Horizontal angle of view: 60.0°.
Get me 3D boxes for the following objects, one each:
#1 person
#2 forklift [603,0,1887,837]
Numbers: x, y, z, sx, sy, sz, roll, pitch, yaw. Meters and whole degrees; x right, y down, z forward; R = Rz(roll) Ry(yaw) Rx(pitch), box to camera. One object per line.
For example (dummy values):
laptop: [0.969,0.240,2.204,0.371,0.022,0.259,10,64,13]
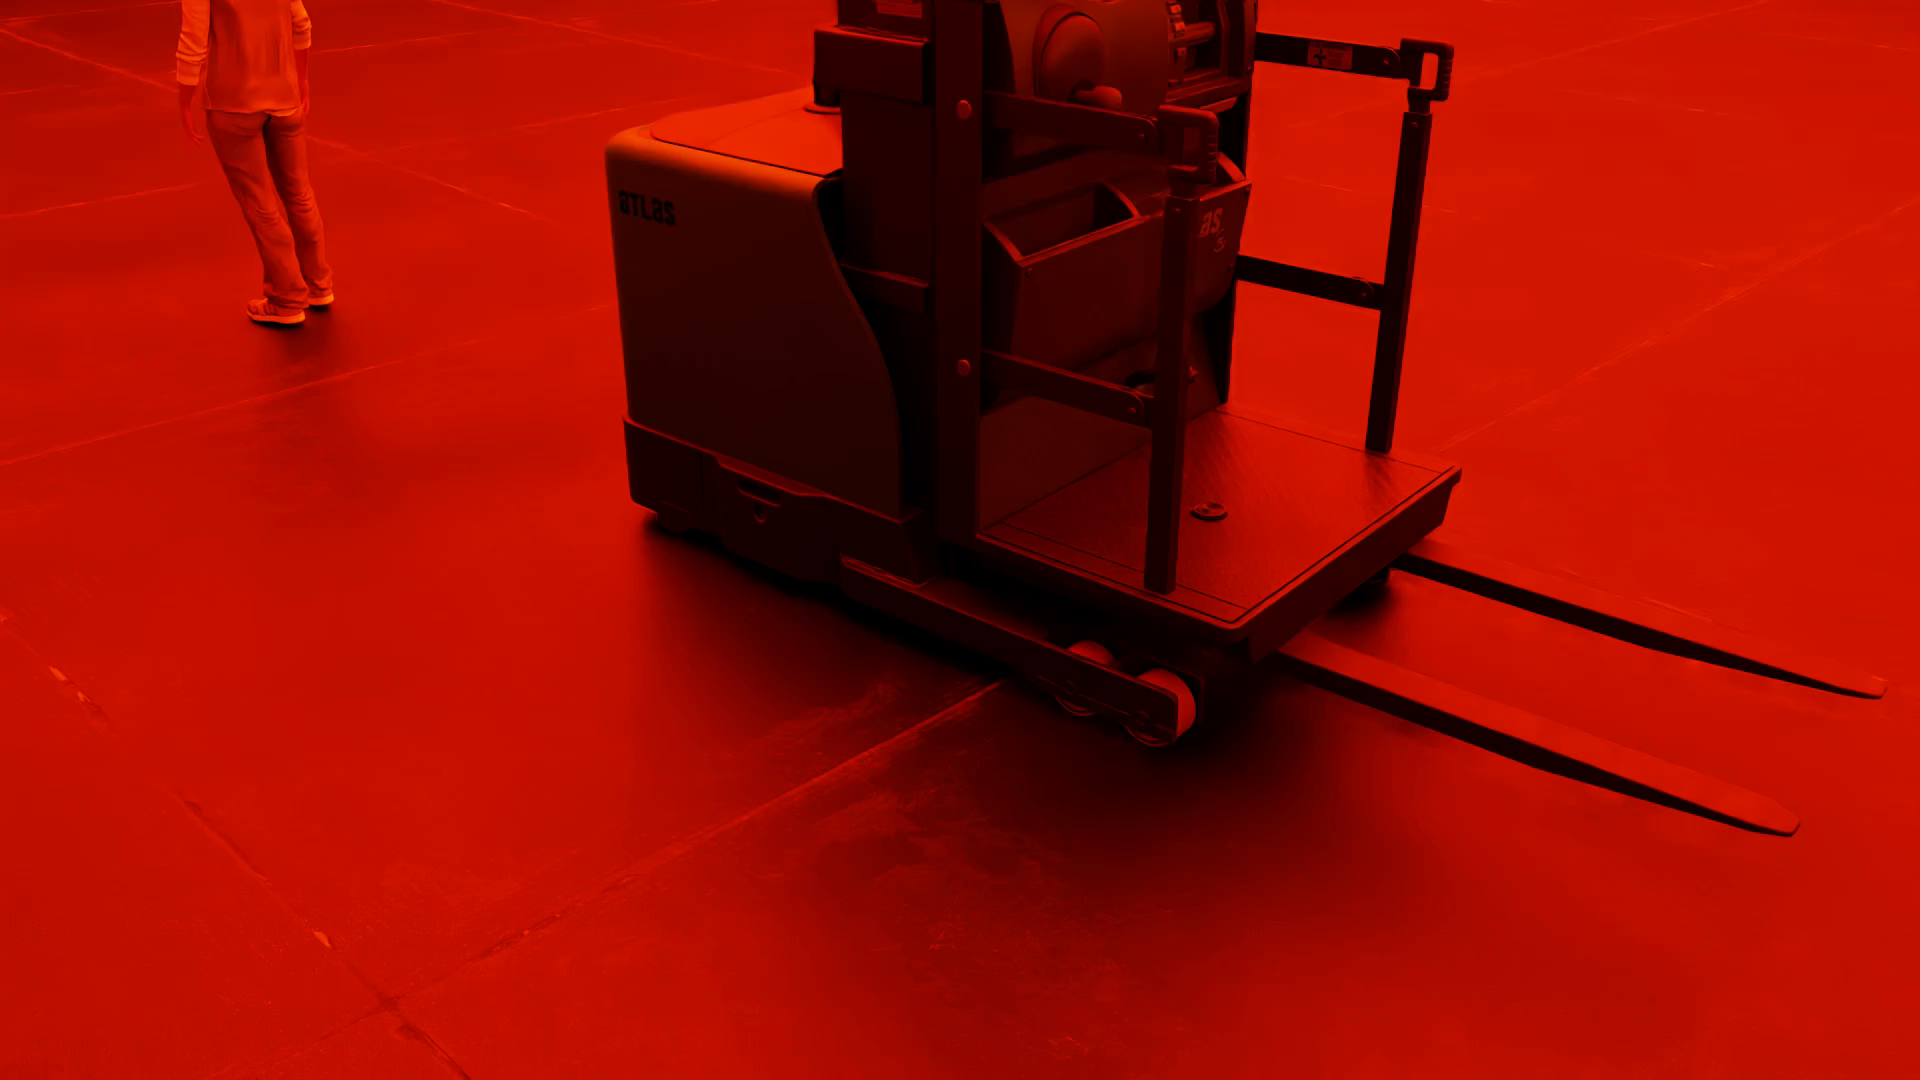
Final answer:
person: [-2.527,-1.544,5.861,0.475,1.597,0.520,19,32,33]
forklift: [0.533,-1.129,3.516,3.031,2.935,1.130,20,33,35]
